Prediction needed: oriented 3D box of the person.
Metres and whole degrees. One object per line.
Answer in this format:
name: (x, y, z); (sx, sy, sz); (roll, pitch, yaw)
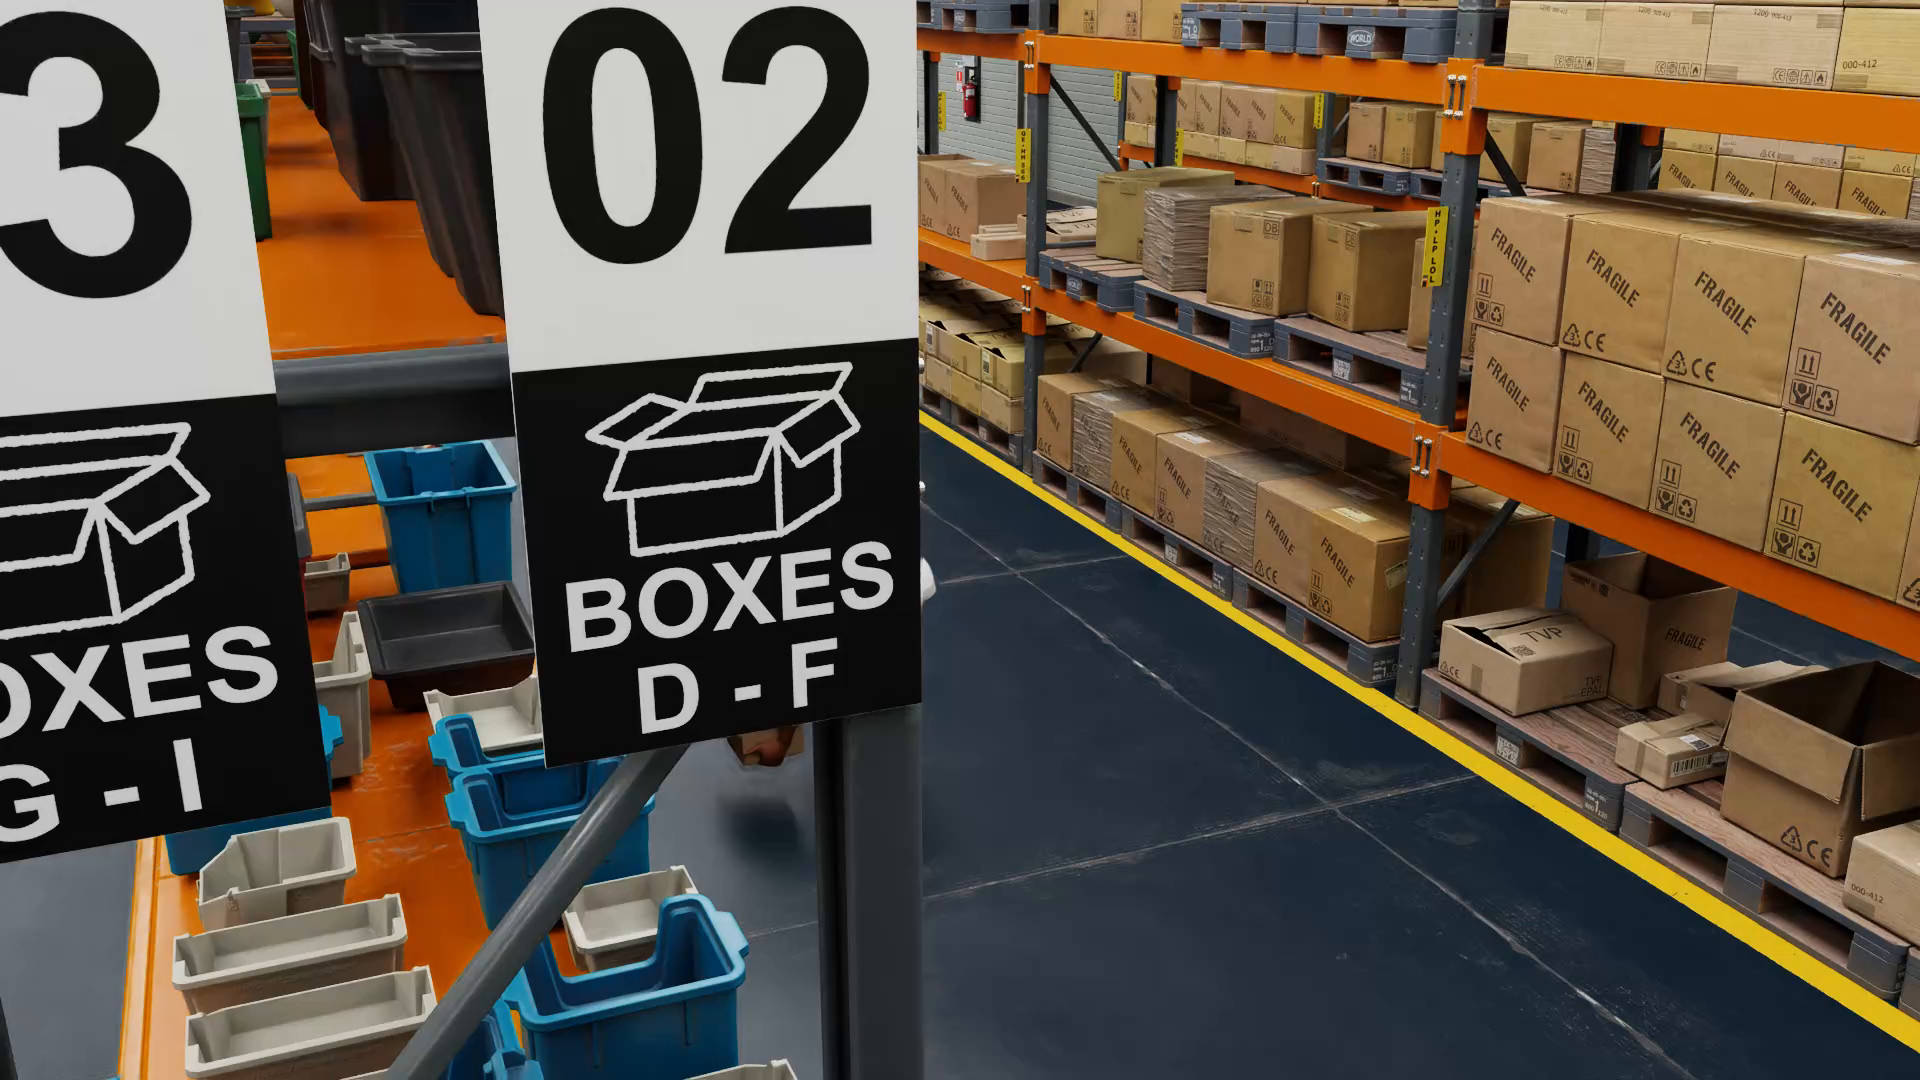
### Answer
person: (-0.578, 0.511, 6.586); (0.982, 1.076, 0.482); (-9, 21, -24)
